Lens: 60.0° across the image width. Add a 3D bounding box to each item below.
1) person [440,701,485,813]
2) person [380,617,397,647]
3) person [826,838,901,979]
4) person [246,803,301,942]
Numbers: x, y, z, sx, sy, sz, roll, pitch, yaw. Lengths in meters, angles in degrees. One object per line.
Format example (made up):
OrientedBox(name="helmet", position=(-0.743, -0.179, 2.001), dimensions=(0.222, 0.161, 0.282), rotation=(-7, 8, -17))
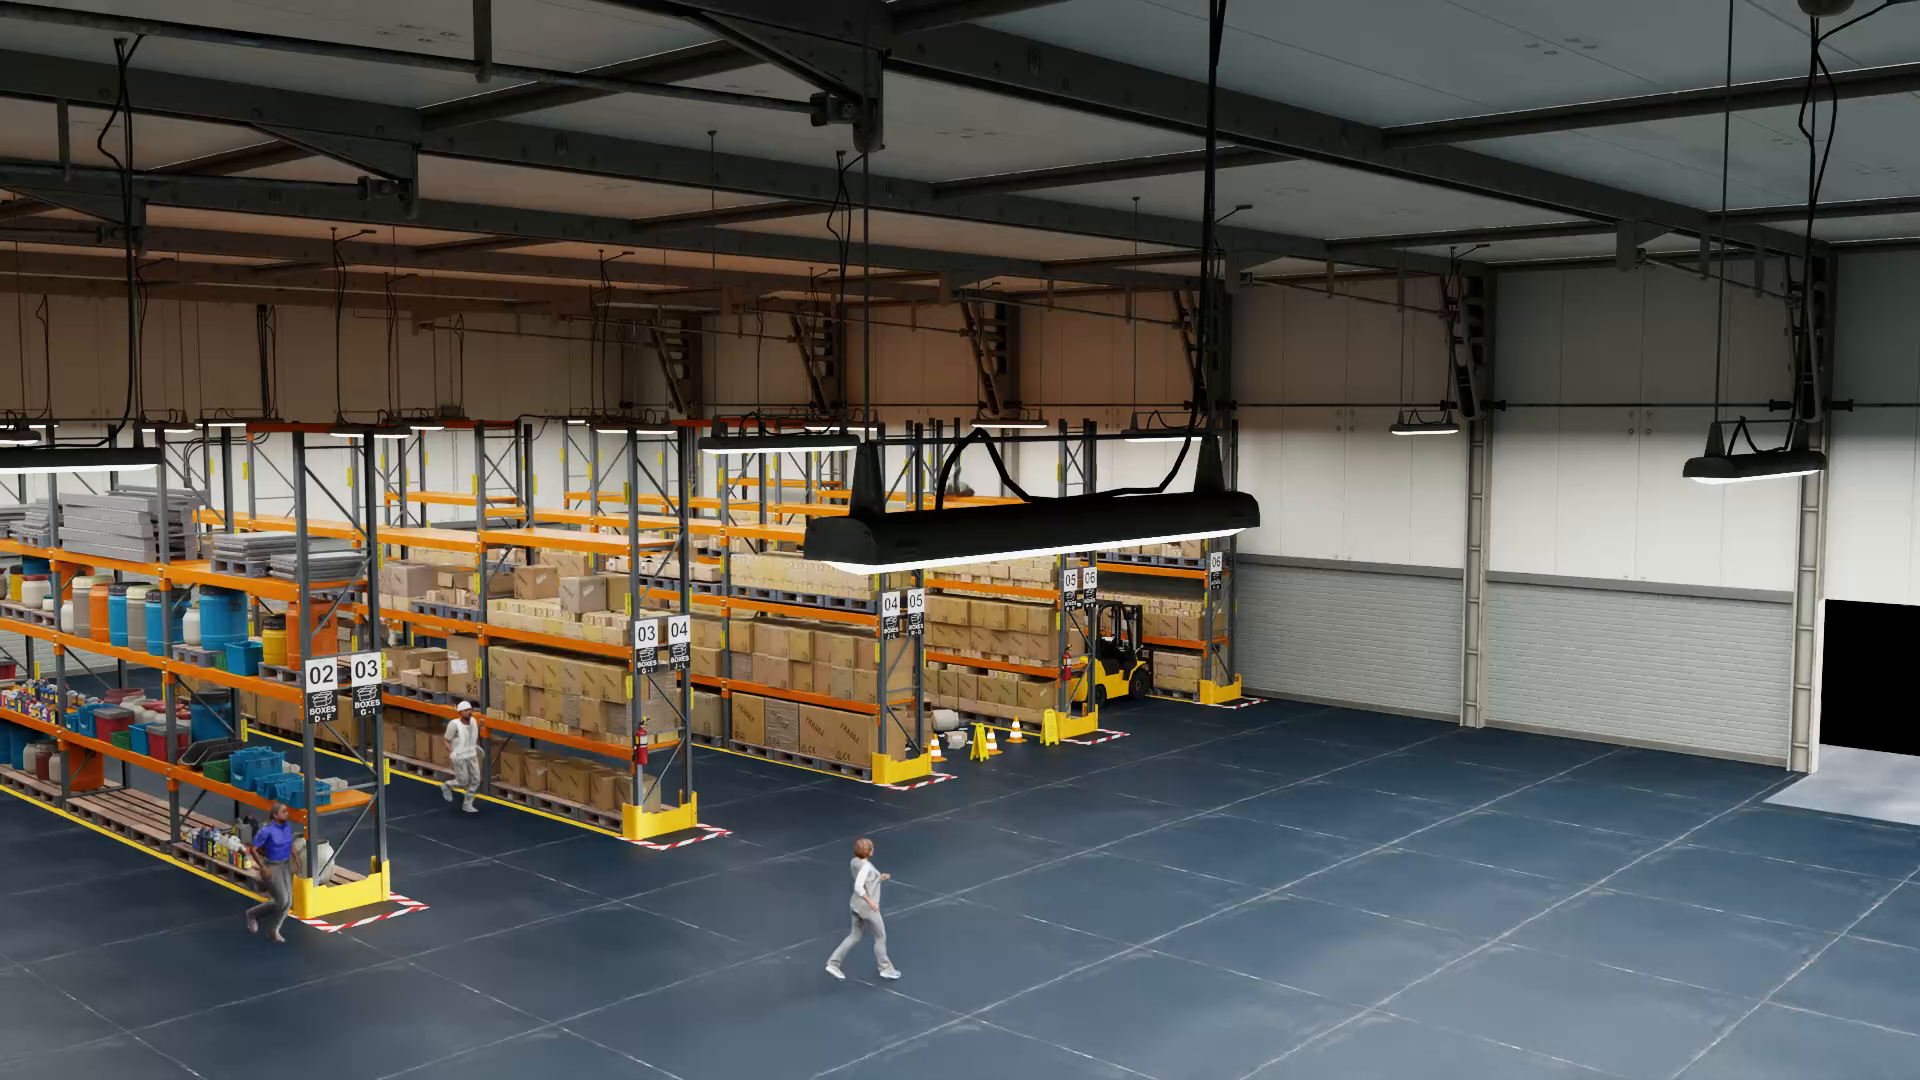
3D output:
OrientedBox(name="person", position=(-7.755, 3.356, 25.859), dimensions=(0.695, 1.733, 0.669), rotation=(3, 6, 35))
OrientedBox(name="person", position=(-12.469, 2.507, 36.115), dimensions=(0.583, 1.744, 0.643), rotation=(4, 6, 41))
OrientedBox(name="person", position=(-1.046, 4.030, 18.099), dimensions=(0.878, 1.596, 0.531), rotation=(-3, 6, -32))
OrientedBox(name="person", position=(-8.118, 3.941, 19.765), dimensions=(0.550, 1.639, 0.579), rotation=(1, 5, 16))
